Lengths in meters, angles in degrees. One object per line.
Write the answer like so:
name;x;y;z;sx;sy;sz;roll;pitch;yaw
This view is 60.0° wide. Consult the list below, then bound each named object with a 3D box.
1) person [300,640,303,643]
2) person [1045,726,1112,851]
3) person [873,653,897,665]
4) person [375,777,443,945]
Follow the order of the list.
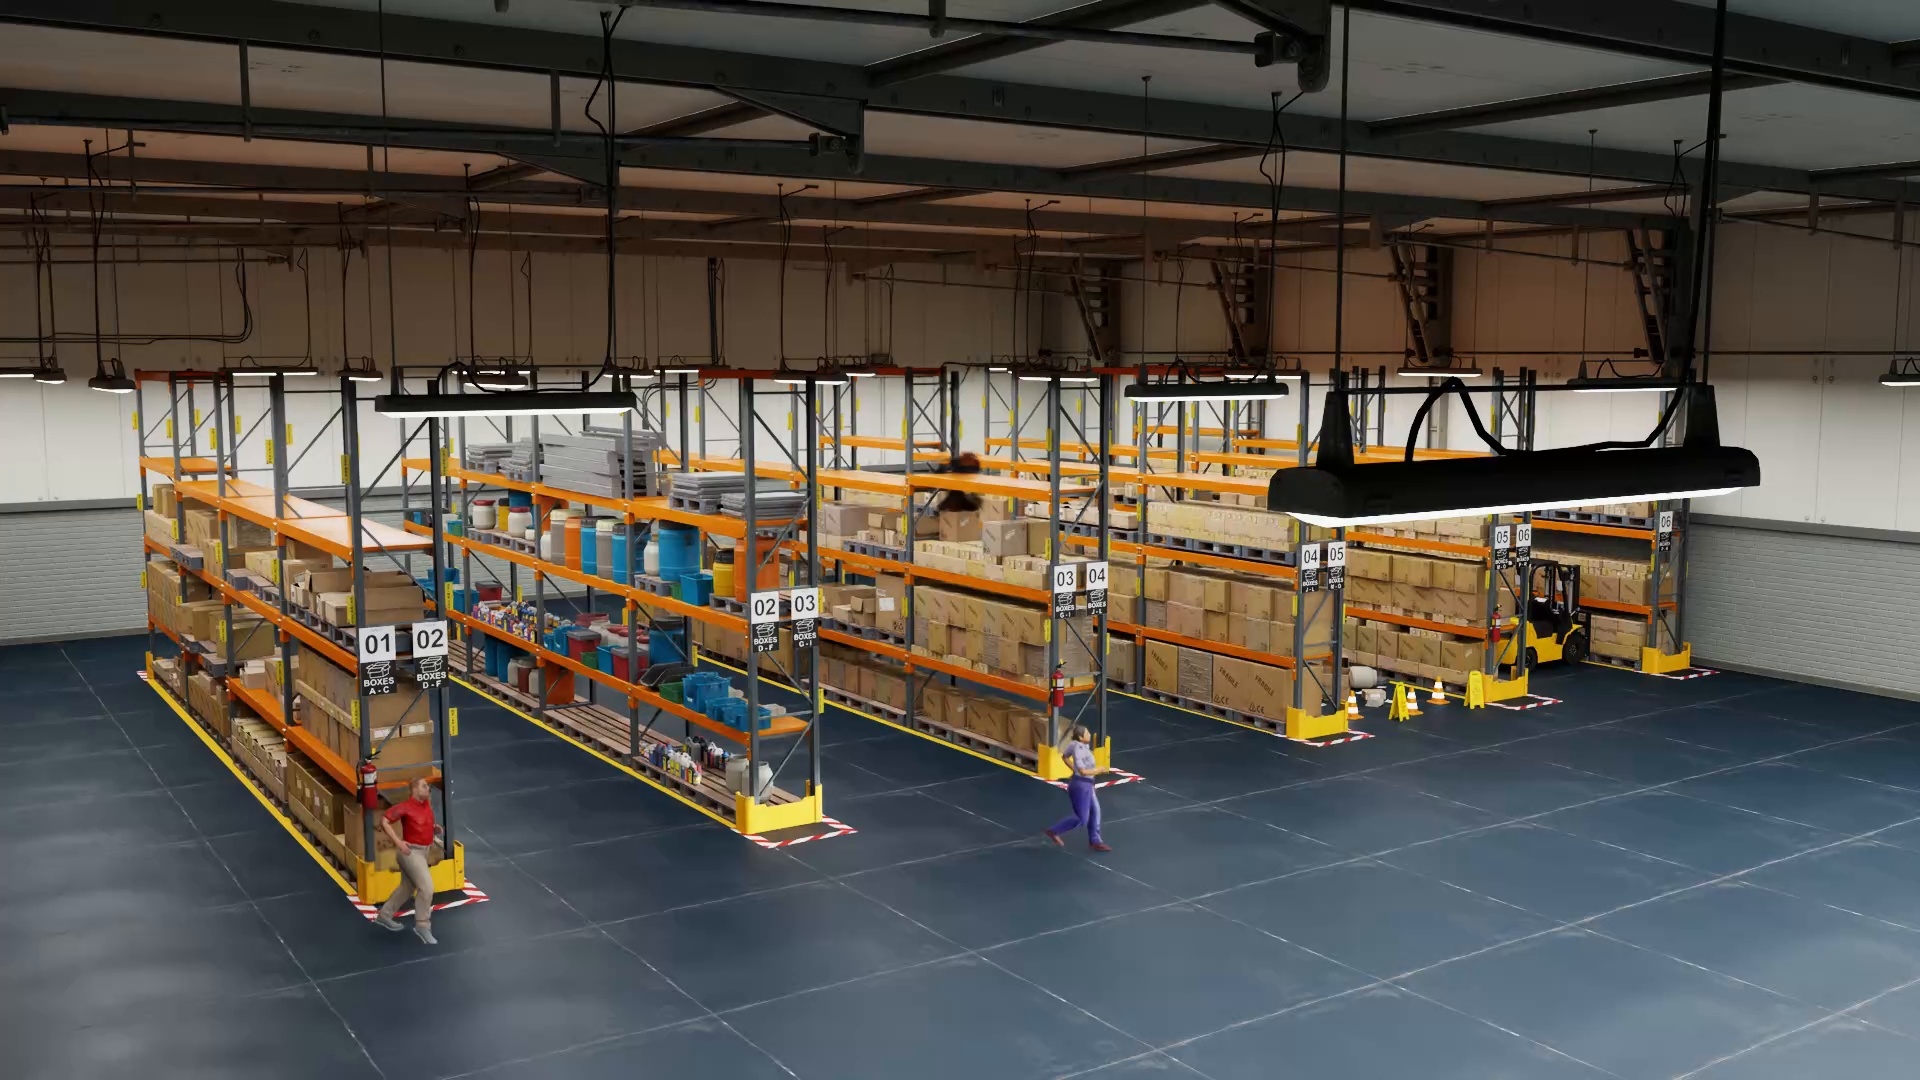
person;-12.449;1.850;31.826;0.645;1.835;0.803;-5;8;-37
person;1.508;3.151;21.086;0.872;1.632;0.618;0;6;0
person;-1.416;1.850;32.872;0.552;1.561;0.732;-5;8;-37
person;-5.985;3.471;18.123;0.791;1.783;0.696;1;6;5
